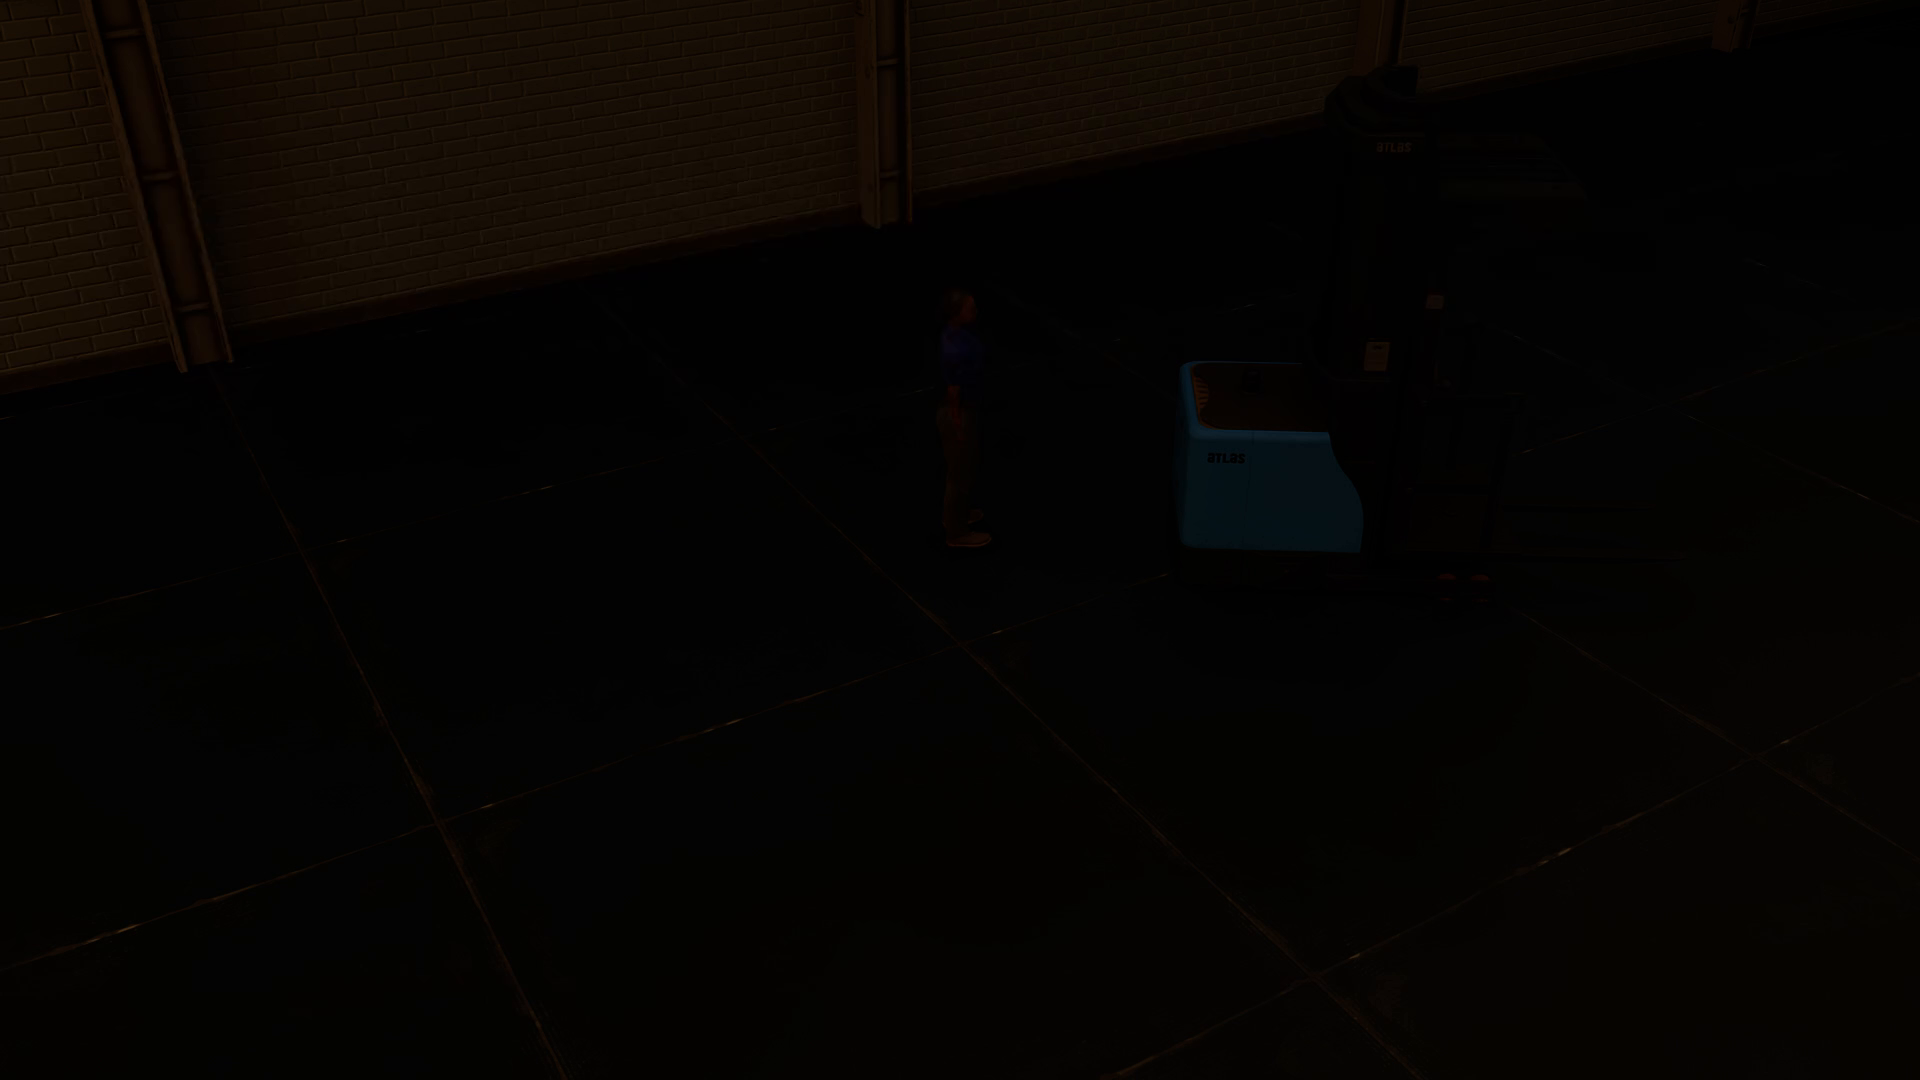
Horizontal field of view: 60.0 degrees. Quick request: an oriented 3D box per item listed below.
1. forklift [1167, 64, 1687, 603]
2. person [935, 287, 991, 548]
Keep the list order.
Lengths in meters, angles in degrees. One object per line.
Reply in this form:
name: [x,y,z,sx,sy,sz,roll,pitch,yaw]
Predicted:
forklift: [2.829,-1.166,9.595,3.031,2.935,1.130,1,31,2]
person: [0.030,-0.755,10.079,0.345,1.659,0.466,2,31,3]
